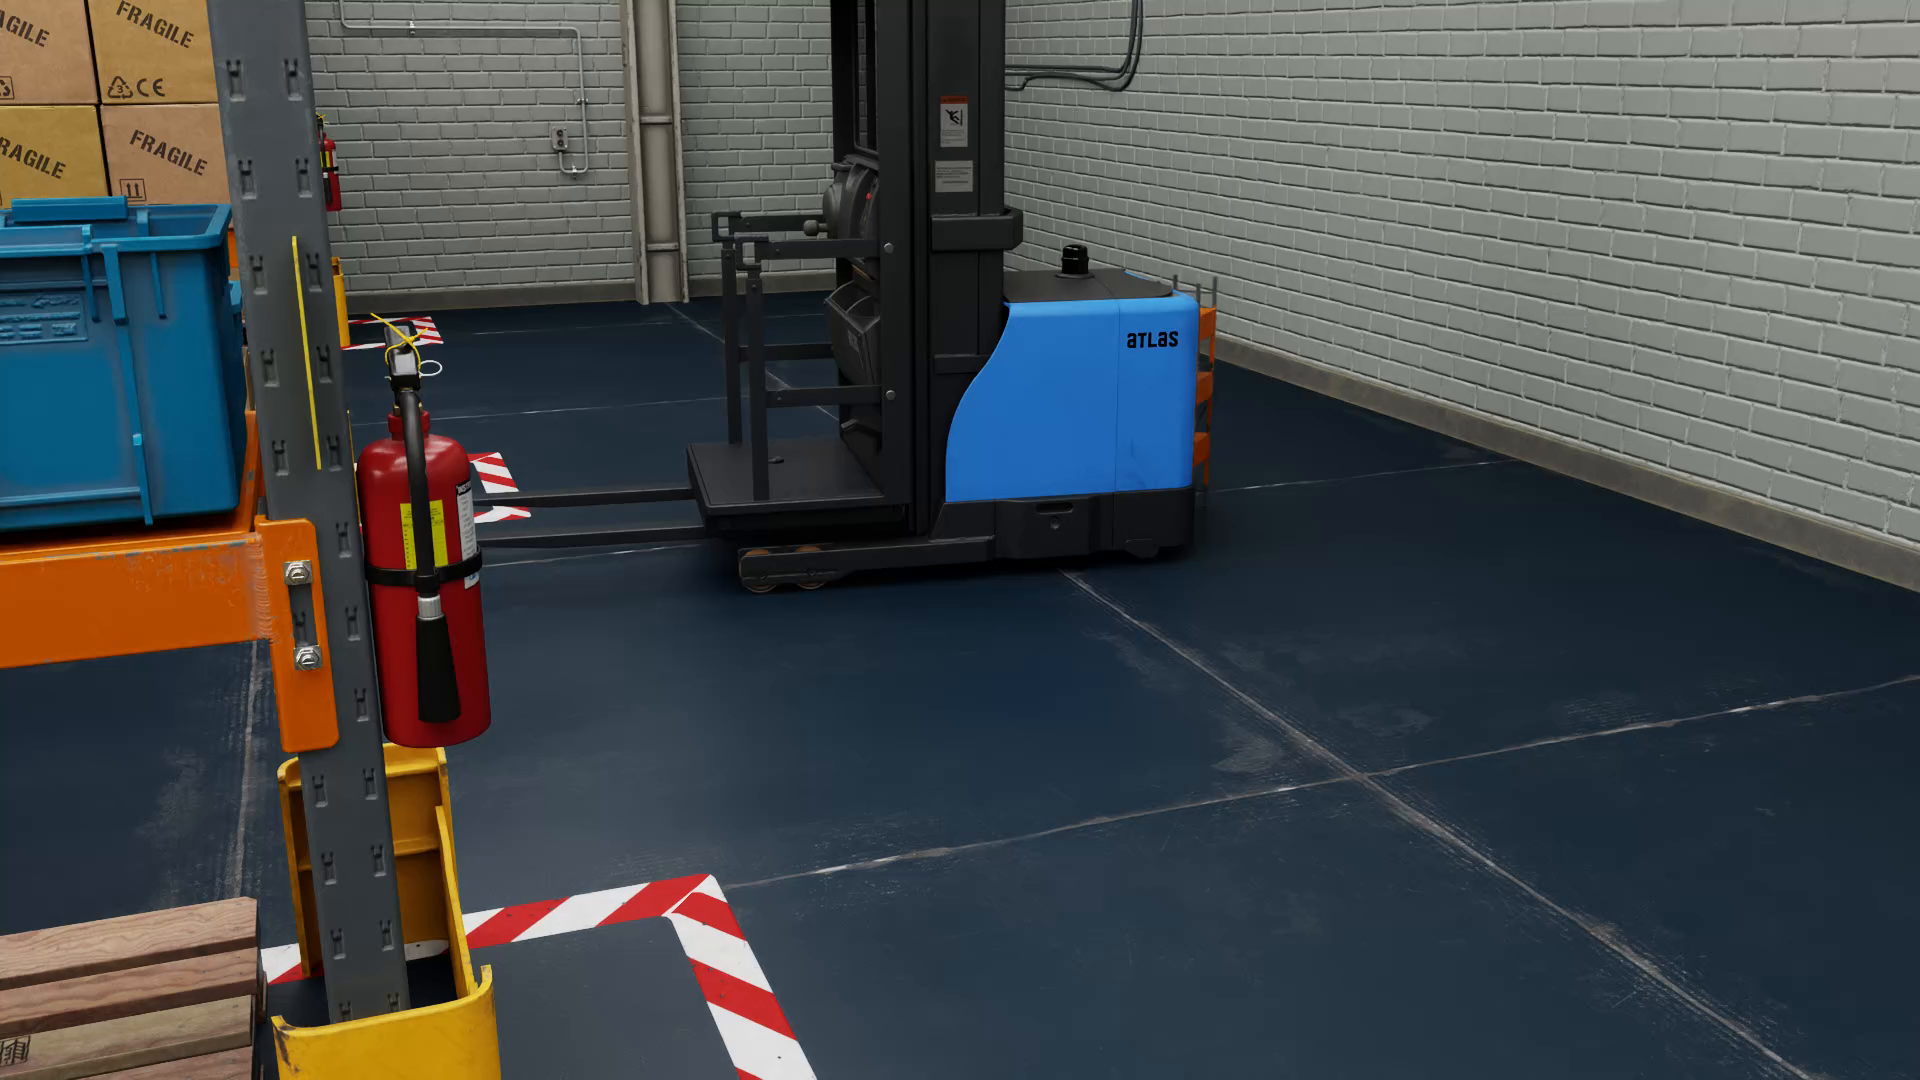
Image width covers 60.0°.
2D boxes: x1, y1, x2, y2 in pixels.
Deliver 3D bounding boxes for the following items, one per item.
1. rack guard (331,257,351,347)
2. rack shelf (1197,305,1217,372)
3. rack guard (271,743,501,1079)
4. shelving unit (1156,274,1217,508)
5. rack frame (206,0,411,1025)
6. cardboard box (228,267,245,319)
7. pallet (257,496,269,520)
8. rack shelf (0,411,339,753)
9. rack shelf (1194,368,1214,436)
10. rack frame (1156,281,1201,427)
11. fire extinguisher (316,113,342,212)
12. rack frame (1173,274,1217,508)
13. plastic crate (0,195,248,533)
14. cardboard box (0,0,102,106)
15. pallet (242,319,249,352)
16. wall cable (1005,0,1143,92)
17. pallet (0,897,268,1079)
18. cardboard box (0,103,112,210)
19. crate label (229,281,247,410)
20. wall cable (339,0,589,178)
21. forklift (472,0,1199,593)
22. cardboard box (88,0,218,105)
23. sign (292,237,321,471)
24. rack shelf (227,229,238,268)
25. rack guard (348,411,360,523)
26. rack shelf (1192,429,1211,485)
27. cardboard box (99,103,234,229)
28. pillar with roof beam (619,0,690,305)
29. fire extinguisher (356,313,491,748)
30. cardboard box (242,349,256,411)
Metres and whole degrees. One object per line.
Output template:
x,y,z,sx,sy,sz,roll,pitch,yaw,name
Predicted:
-4.678,-1.744,12.148,0.348,0.500,1.175,-6,17,-20,rack guard
0.988,-0.896,7.316,0.215,0.259,0.240,8,18,24,rack shelf
-1.137,0.860,3.284,0.348,0.500,1.175,-6,17,-20,rack guard
0.987,-0.634,7.393,0.215,1.050,0.252,8,18,24,shelving unit
-1.155,-0.334,2.911,0.127,3.000,1.000,-6,17,-20,rack frame
-5.318,-1.846,11.751,0.500,0.500,0.700,-6,17,-20,cardboard box
-3.739,-0.211,7.443,1.213,0.211,1.003,-6,17,-20,pallet
-3.023,0.213,2.326,4.000,0.370,1.077,-6,17,-20,rack shelf
0.987,-0.624,7.396,0.215,0.259,0.240,8,18,24,rack shelf
0.935,-0.603,7.287,0.200,1.050,0.008,8,18,24,rack frame
-4.394,-2.618,11.489,0.183,0.674,0.296,-6,17,-20,fire extinguisher
1.039,-0.665,7.499,0.200,1.050,0.008,8,18,24,rack frame
-1.401,-0.297,2.616,0.499,0.435,0.616,-6,17,-20,plastic crate
-3.713,-1.997,6.622,0.500,0.500,0.500,-6,17,-19,cardboard box
-5.419,-1.501,11.836,1.213,0.211,1.003,-6,17,-20,pallet
0.709,-4.805,13.002,0.112,2.526,3.097,-6,17,-20,wall cable
-1.939,1.077,3.056,1.213,0.211,1.003,-6,17,-20,pallet
-3.728,-1.515,6.758,0.500,0.500,0.500,-6,17,-20,cardboard box
-1.503,-0.344,3.137,0.303,0.233,0.416,-6,17,-20,crate label
-3.843,-3.806,12.932,1.851,1.984,0.084,-6,17,-20,wall cable
-0.611,-1.366,6.549,3.031,2.935,1.130,-4,17,-13,forklift
-3.241,-2.048,6.797,0.500,0.500,0.500,-6,18,-21,cardboard box
-0.943,-0.269,2.401,0.005,0.325,0.100,-6,17,-20,sign
-4.792,-1.091,6.765,4.000,0.370,1.077,-6,17,-20,rack shelf
-2.995,-0.430,7.677,0.348,0.500,1.175,-6,17,-20,rack guard
0.987,-0.357,7.475,0.215,0.259,0.240,8,18,24,rack shelf
-3.245,-1.569,6.939,0.500,0.500,0.500,-6,17,-18,cardboard box
-0.948,-5.186,8.787,0.400,9.000,9.100,-6,17,-20,pillar with roof beam
-0.852,-0.013,2.619,0.183,0.674,0.296,-6,17,-20,fire extinguisher
-3.344,-0.530,7.234,0.500,0.500,0.500,-6,17,-20,cardboard box
